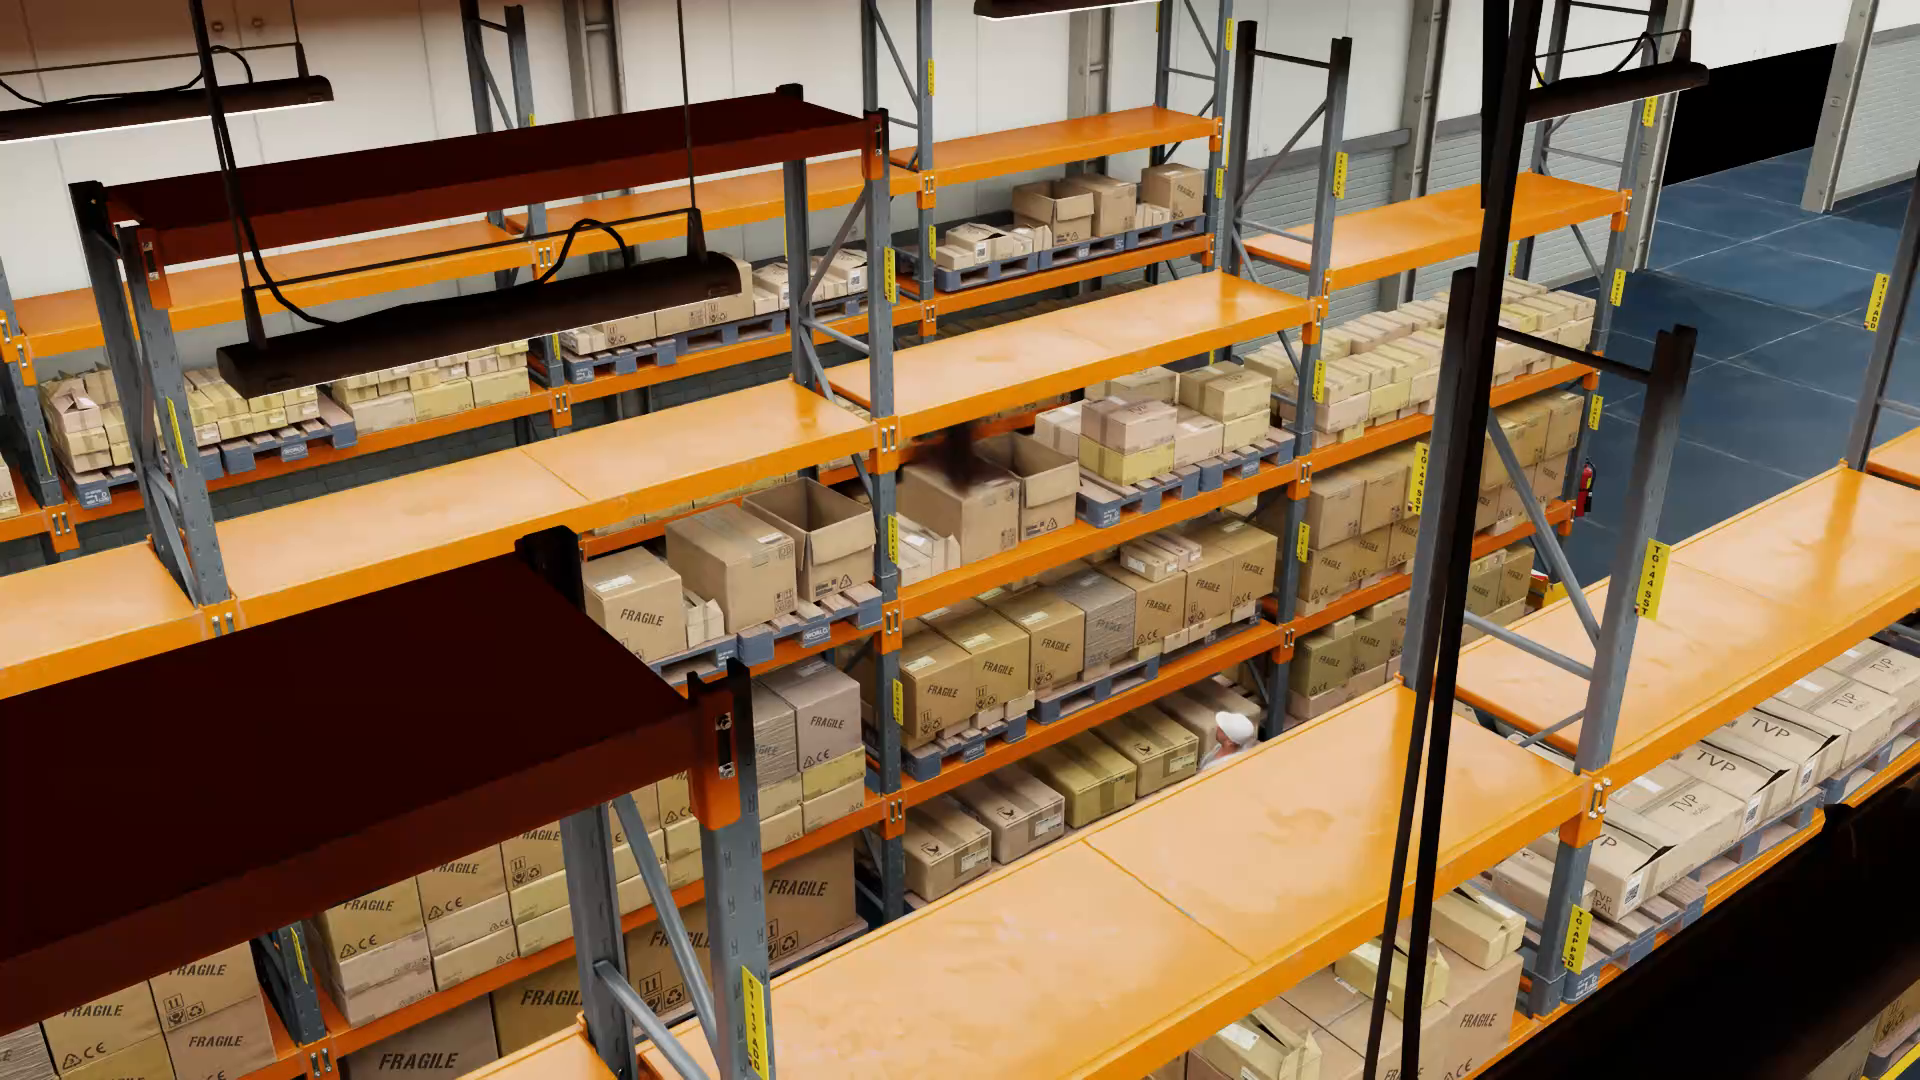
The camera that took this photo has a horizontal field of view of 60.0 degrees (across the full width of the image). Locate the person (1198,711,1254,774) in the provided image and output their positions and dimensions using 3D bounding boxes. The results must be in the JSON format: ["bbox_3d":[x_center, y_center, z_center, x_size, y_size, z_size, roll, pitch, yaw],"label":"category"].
[{"bbox_3d":[1.720,1.932,11.458,0.496,1.787,0.605,-3,26,-5],"label":"person"}]
